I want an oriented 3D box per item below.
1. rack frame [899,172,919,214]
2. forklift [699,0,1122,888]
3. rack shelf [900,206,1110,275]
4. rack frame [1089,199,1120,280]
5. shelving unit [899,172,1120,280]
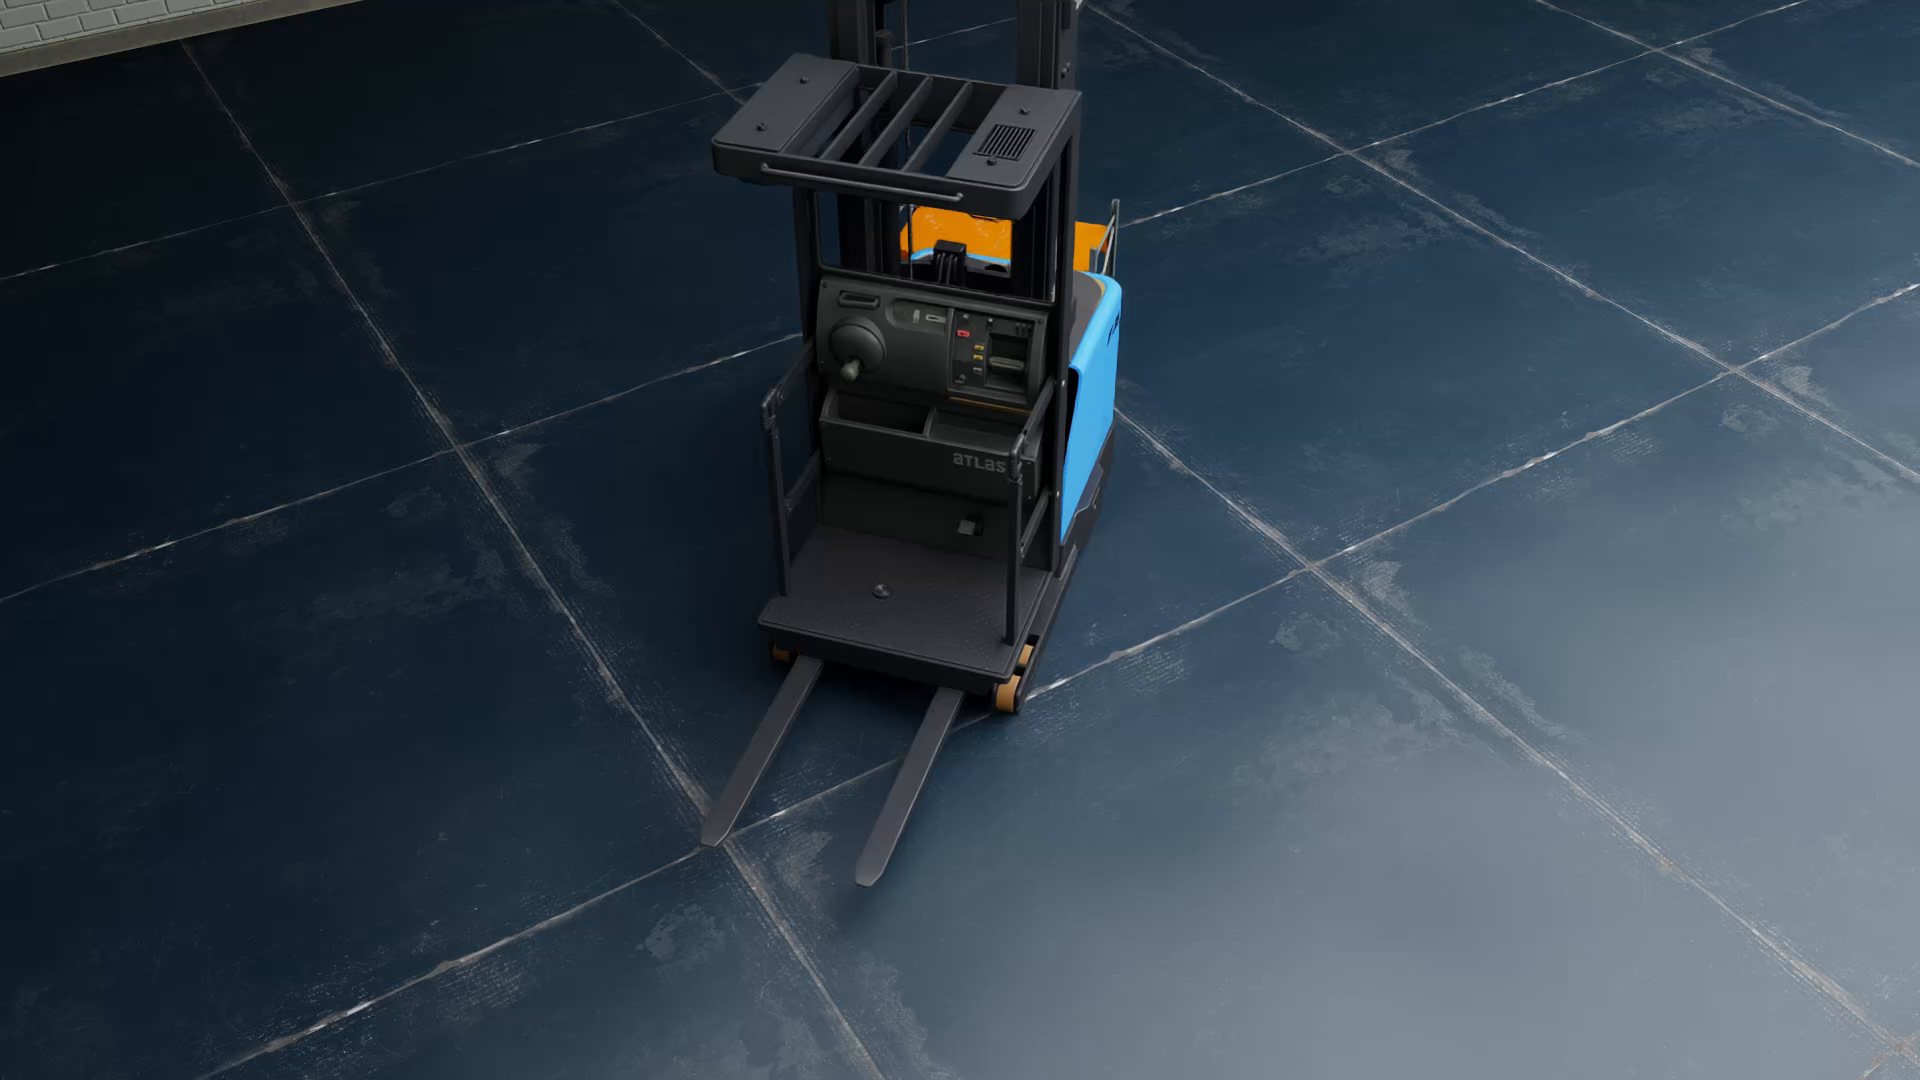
[{"bbox_3d":[-0.290,-1.245,8.425,0.032,1.125,0.500,11,41,13],"label":"rack frame"},{"bbox_3d":[-0.182,-0.696,6.356,1.130,2.935,3.031,12,41,13],"label":"forklift"},{"bbox_3d":[0.197,-1.377,8.126,1.000,0.278,0.538,11,41,13],"label":"rack shelf"},{"bbox_3d":[0.684,-1.059,8.201,0.032,1.125,0.500,11,41,13],"label":"rack frame"},{"bbox_3d":[0.197,-1.152,8.313,1.048,1.125,0.538,11,41,13],"label":"shelving unit"}]
